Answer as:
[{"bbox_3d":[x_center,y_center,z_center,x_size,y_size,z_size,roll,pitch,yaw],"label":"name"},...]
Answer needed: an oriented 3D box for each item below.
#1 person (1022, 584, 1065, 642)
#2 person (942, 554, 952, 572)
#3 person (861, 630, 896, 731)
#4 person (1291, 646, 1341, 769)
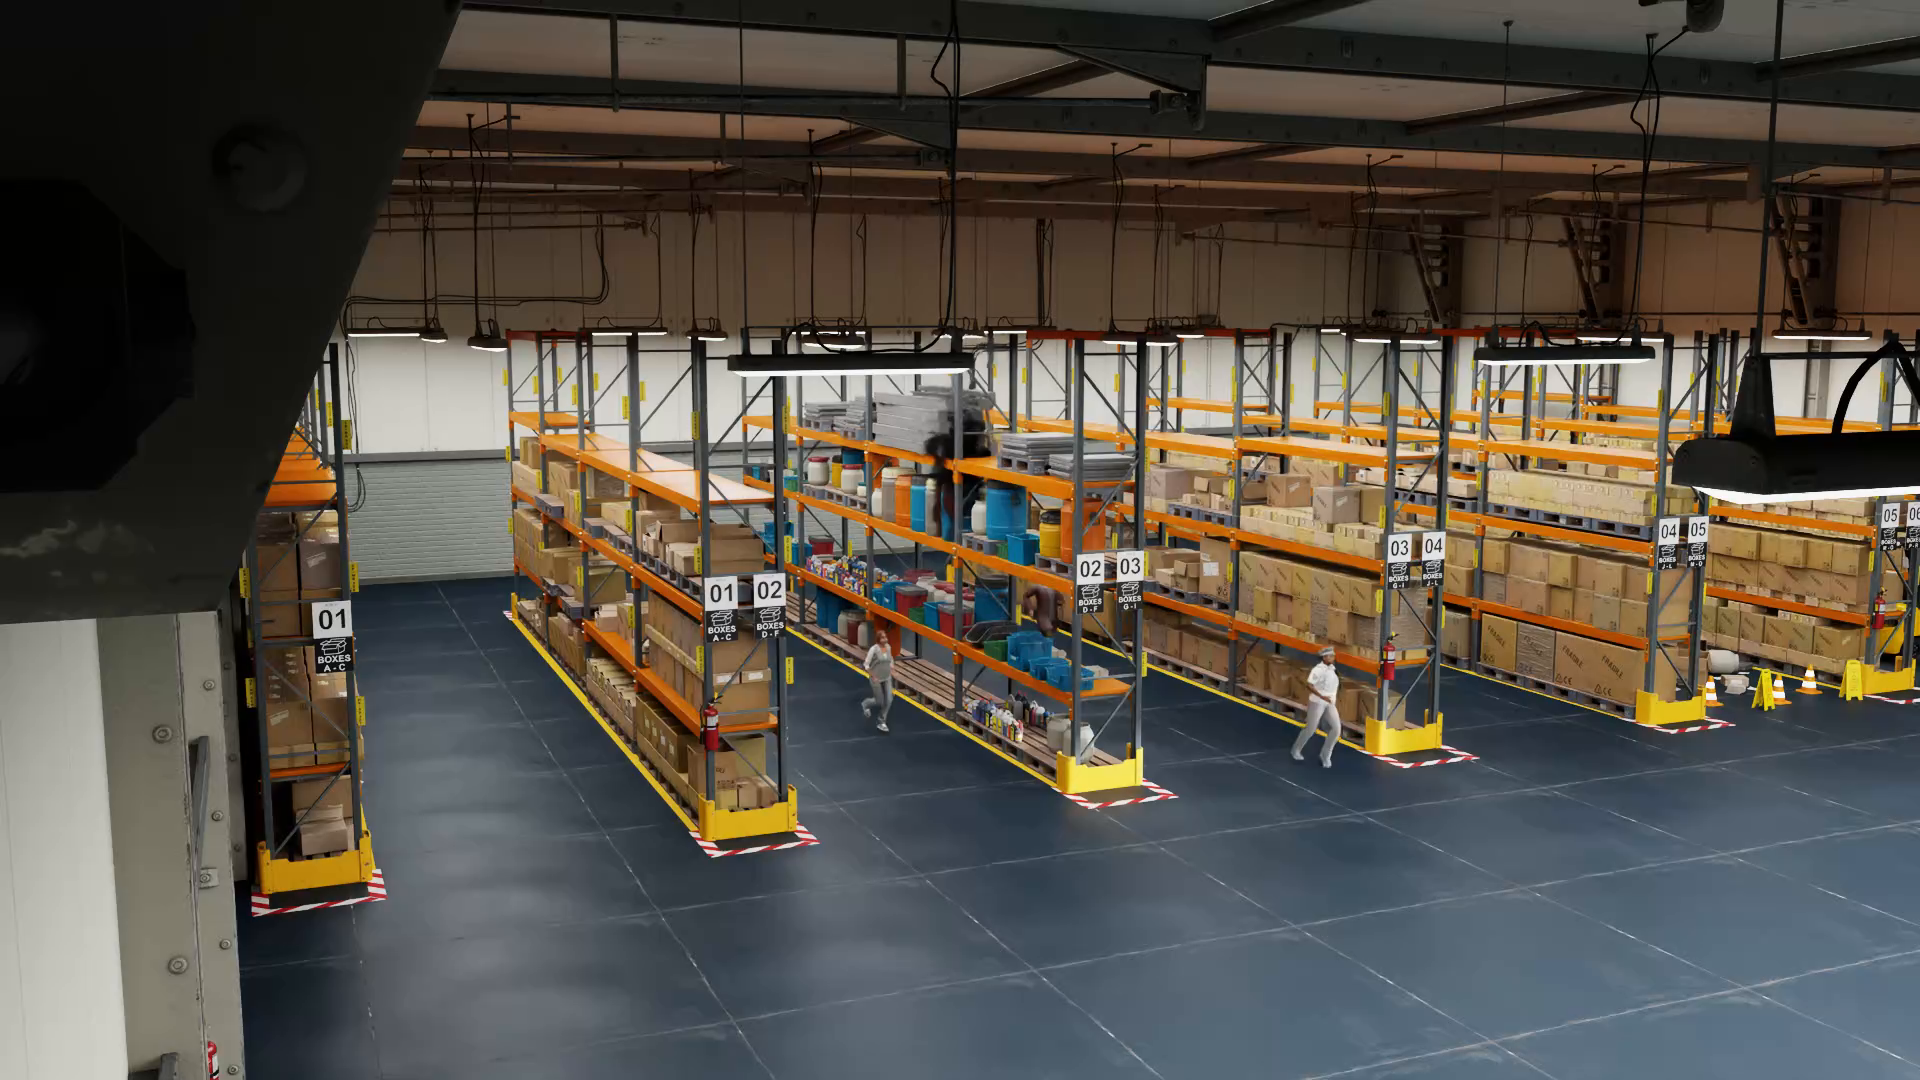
[{"bbox_3d":[1.526,1.439,29.529,0.676,1.851,0.860,-5,9,-35],"label":"person"},{"bbox_3d":[-0.043,0.044,40.310,0.829,1.682,0.599,3,8,21],"label":"person"},{"bbox_3d":[-1.253,2.122,25.420,0.522,1.554,0.598,-5,9,-34],"label":"person"},{"bbox_3d":[5.108,2.337,23.486,0.661,1.719,0.679,-5,9,-34],"label":"person"}]
